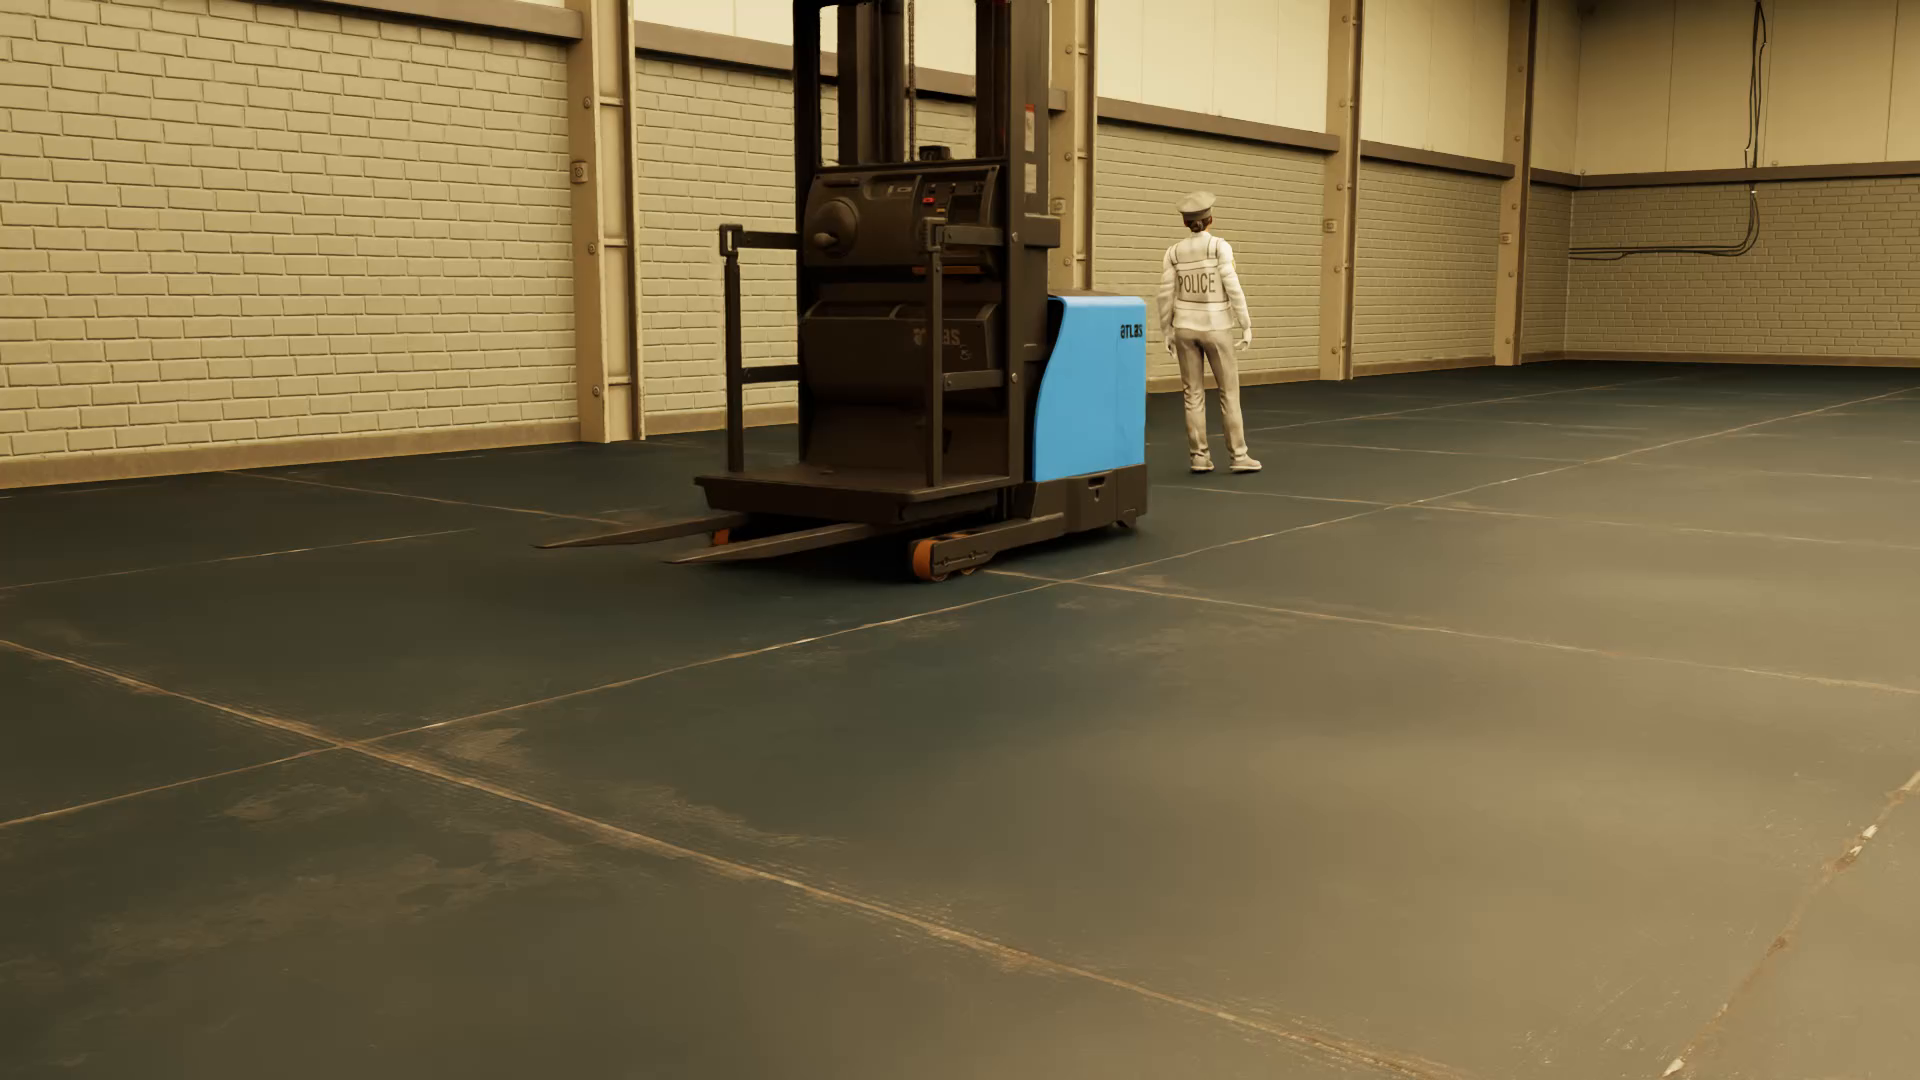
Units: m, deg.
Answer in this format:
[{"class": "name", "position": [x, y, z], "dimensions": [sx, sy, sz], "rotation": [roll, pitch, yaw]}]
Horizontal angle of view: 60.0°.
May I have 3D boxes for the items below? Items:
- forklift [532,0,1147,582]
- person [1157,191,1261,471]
[{"class": "forklift", "position": [-0.364, -1.367, 6.623], "dimensions": [1.130, 2.935, 3.031], "rotation": [5, 10, 33]}, {"class": "person", "position": [1.514, -1.265, 10.149], "dimensions": [0.586, 1.695, 0.532], "rotation": [5, 10, 29]}]
